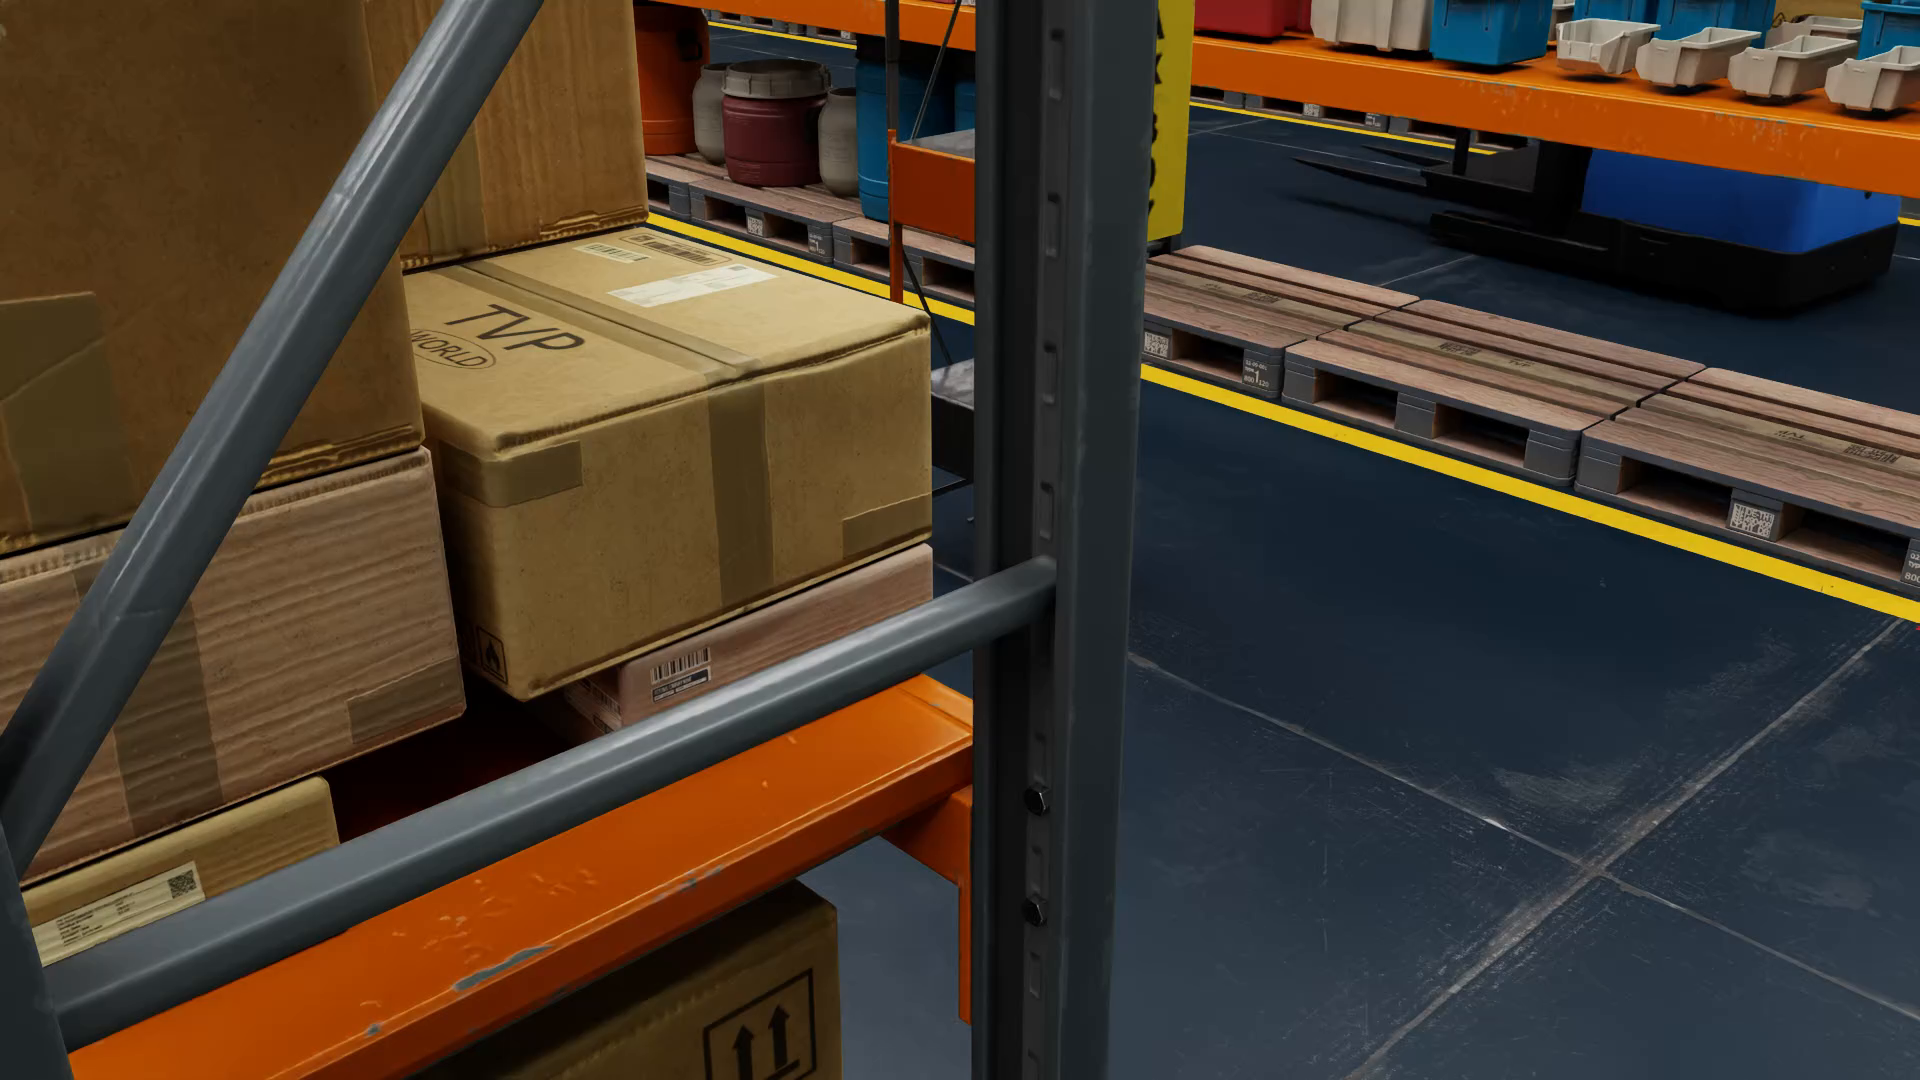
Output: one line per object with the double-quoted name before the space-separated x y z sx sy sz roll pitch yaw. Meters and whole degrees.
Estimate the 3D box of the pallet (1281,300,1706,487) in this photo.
"pallet" 2.003 -0.592 6.294 1.003 0.211 1.213 -21 32 -38

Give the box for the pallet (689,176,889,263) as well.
"pallet" -0.701 -1.789 8.918 1.003 0.211 1.213 -21 32 -38

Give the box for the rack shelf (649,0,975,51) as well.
"rack shelf" -0.733 -2.721 8.468 1.077 0.370 4.000 -21 32 -38

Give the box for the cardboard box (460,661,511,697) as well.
"cardboard box" -0.425 0.010 1.916 0.380 0.149 0.250 -22 32 -39

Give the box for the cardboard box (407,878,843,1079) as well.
"cardboard box" -0.743 0.779 1.983 0.875 0.875 0.875 -21 32 -38

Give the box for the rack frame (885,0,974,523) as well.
"rack frame" -0.054 -0.979 4.866 0.400 2.100 0.015 -21 32 -38

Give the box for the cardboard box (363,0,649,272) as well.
"cardboard box" -0.720 -0.607 1.886 0.500 0.500 0.500 -22 33 -40

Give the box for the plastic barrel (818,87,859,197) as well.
"plastic barrel" -0.530 -2.082 8.692 0.421 0.512 0.421 0 25 0

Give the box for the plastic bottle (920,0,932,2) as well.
"plastic bottle" -0.121 -2.524 7.319 0.152 0.276 0.135 -21 32 -38

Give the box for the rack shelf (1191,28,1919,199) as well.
"rack shelf" 2.001 -1.509 5.811 1.077 0.370 4.000 -21 32 -38

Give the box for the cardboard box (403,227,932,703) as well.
"cardboard box" -0.378 -0.115 1.710 0.500 0.250 0.500 -22 33 -40

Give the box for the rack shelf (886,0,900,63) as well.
"rack shelf" 0.113 -1.530 4.419 0.431 0.518 0.480 -21 32 -38

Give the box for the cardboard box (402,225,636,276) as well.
"cardboard box" -0.738 -0.270 2.051 0.500 0.250 0.500 -22 32 -39

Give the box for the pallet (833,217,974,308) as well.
"pallet" 0.137 -1.419 8.107 1.003 0.211 1.213 -21 32 -38

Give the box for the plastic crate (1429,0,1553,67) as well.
"plastic crate" 1.777 -1.731 5.560 0.416 0.233 0.300 -21 32 -38

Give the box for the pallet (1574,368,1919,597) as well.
"pallet" 2.833 -0.223 5.484 1.003 0.211 1.213 -21 32 -38

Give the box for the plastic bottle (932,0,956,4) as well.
"plastic bottle" -0.063 -2.474 7.200 0.061 0.283 0.133 -21 32 -38

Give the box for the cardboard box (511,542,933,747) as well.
"cardboard box" -0.249 0.088 1.747 0.380 0.149 0.250 -21 32 -38

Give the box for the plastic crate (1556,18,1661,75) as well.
"plastic crate" 2.067 -1.587 5.361 0.298 0.136 0.250 -21 32 -38

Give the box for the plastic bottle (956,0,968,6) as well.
"plastic bottle" 0.030 -2.407 7.152 0.097 0.201 0.097 0 25 0

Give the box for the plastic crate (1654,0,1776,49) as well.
"plastic crate" 2.540 -1.749 5.599 0.416 0.233 0.300 -21 32 -38

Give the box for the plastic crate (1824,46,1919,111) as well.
"plastic crate" 2.679 -1.334 4.805 0.396 0.136 0.243 -21 32 -38

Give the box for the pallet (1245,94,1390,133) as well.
"pallet" 2.831 -3.183 11.974 1.003 0.211 1.213 -21 32 -38

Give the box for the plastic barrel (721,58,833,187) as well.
"plastic barrel" -0.981 -2.263 8.996 0.600 0.588 0.708 -21 32 -38

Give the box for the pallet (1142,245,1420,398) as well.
"pallet" 1.165 -0.962 7.105 1.003 0.211 1.213 -21 32 -38

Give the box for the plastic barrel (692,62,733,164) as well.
"plastic barrel" -1.302 -2.424 9.442 0.421 0.512 0.421 0 25 0

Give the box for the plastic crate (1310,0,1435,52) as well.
"plastic crate" 1.543 -1.901 5.874 0.437 0.282 0.530 -21 32 -38

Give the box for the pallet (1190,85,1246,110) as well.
"pallet" 2.001 -3.553 12.784 1.003 0.211 1.213 -21 32 -38

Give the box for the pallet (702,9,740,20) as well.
"pallet" -2.567 -5.624 17.324 1.003 0.211 1.213 -21 32 -38

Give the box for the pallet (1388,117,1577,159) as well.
"pallet" 3.669 -2.814 11.163 1.003 0.211 1.213 -21 32 -38

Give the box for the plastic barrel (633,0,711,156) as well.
"plastic barrel" -1.753 -2.715 9.695 0.600 0.830 0.708 -21 32 -38

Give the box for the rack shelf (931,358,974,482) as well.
"rack shelf" 0.113 -0.256 5.000 0.431 0.518 0.480 -21 32 -38

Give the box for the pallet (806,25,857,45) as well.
"pallet" -0.683 -4.790 15.494 1.003 0.211 1.213 -21 32 -38

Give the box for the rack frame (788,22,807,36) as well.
"rack frame" -1.215 -6.270 15.381 1.000 3.000 0.127 -21 32 -38

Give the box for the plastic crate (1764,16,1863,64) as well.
"plastic crate" 2.817 -1.632 5.460 0.250 0.136 0.298 -21 32 -38

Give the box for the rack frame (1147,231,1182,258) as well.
"rack frame" 0.634 -2.443 6.990 1.000 3.000 0.127 -21 32 -38

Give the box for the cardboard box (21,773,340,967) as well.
"cardboard box" -0.731 0.274 1.337 0.380 0.149 0.250 -20 32 -38

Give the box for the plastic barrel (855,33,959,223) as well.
"plastic barrel" -0.209 -2.063 8.181 0.600 0.901 0.708 -21 32 -38

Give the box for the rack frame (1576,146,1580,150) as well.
"rack frame" 4.252 -3.847 10.068 1.000 3.000 0.127 -21 32 -38

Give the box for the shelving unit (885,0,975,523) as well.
"shelving unit" 0.113 -0.905 4.704 0.431 2.100 0.503 -21 32 -38

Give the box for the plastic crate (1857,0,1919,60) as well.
"plastic crate" 2.990 -1.549 5.162 0.416 0.233 0.300 -21 32 -38

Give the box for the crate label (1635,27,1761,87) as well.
"crate label" 2.283 -1.503 5.176 0.396 0.136 0.243 -21 32 -38

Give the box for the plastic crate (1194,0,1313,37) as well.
"plastic crate" 1.061 -2.157 6.215 0.402 0.464 0.583 -21 32 -38

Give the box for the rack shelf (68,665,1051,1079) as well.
"rack shelf" -1.614 -0.104 2.731 1.077 0.370 4.000 -21 32 -38

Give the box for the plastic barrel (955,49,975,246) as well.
"plastic barrel" 0.275 -1.849 7.710 0.600 0.901 0.708 -21 32 -38

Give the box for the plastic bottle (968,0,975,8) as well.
"plastic bottle" 0.129 -2.414 7.076 0.152 0.276 0.135 -21 32 -38

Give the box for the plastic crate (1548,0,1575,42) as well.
"plastic crate" 2.044 -1.908 6.063 0.293 0.136 0.466 -21 32 -38

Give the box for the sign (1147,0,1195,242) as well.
"sign" 0.162 -0.411 1.399 0.100 0.325 0.005 -21 32 -38

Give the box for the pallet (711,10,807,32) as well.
"pallet" -1.728 -5.255 16.514 1.003 0.211 1.213 -21 32 -38

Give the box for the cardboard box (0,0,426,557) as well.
"cardboard box" -0.772 -0.307 1.227 0.500 0.500 0.500 -21 32 -38

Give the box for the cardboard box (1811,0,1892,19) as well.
"cardboard box" 7.327 -4.626 13.860 0.750 0.750 0.750 -21 32 -38

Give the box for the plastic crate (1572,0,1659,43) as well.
"plastic crate" 2.335 -1.840 5.798 0.416 0.233 0.300 -21 32 -38

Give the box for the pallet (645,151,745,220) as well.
"pallet" -1.531 -2.159 9.728 1.003 0.211 1.213 -21 32 -38

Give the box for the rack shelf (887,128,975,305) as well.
"rack shelf" 0.113 -0.893 4.710 0.431 0.518 0.480 -21 32 -38

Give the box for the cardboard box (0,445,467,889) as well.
"cardboard box" -0.772 0.036 1.380 0.500 0.250 0.500 -22 32 -39

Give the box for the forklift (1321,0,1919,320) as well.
"forklift" 3.222 -2.834 7.930 1.130 2.935 3.031 -18 30 -34

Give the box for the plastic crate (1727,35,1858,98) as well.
"plastic crate" 2.491 -1.426 5.006 0.396 0.136 0.243 -21 32 -38
